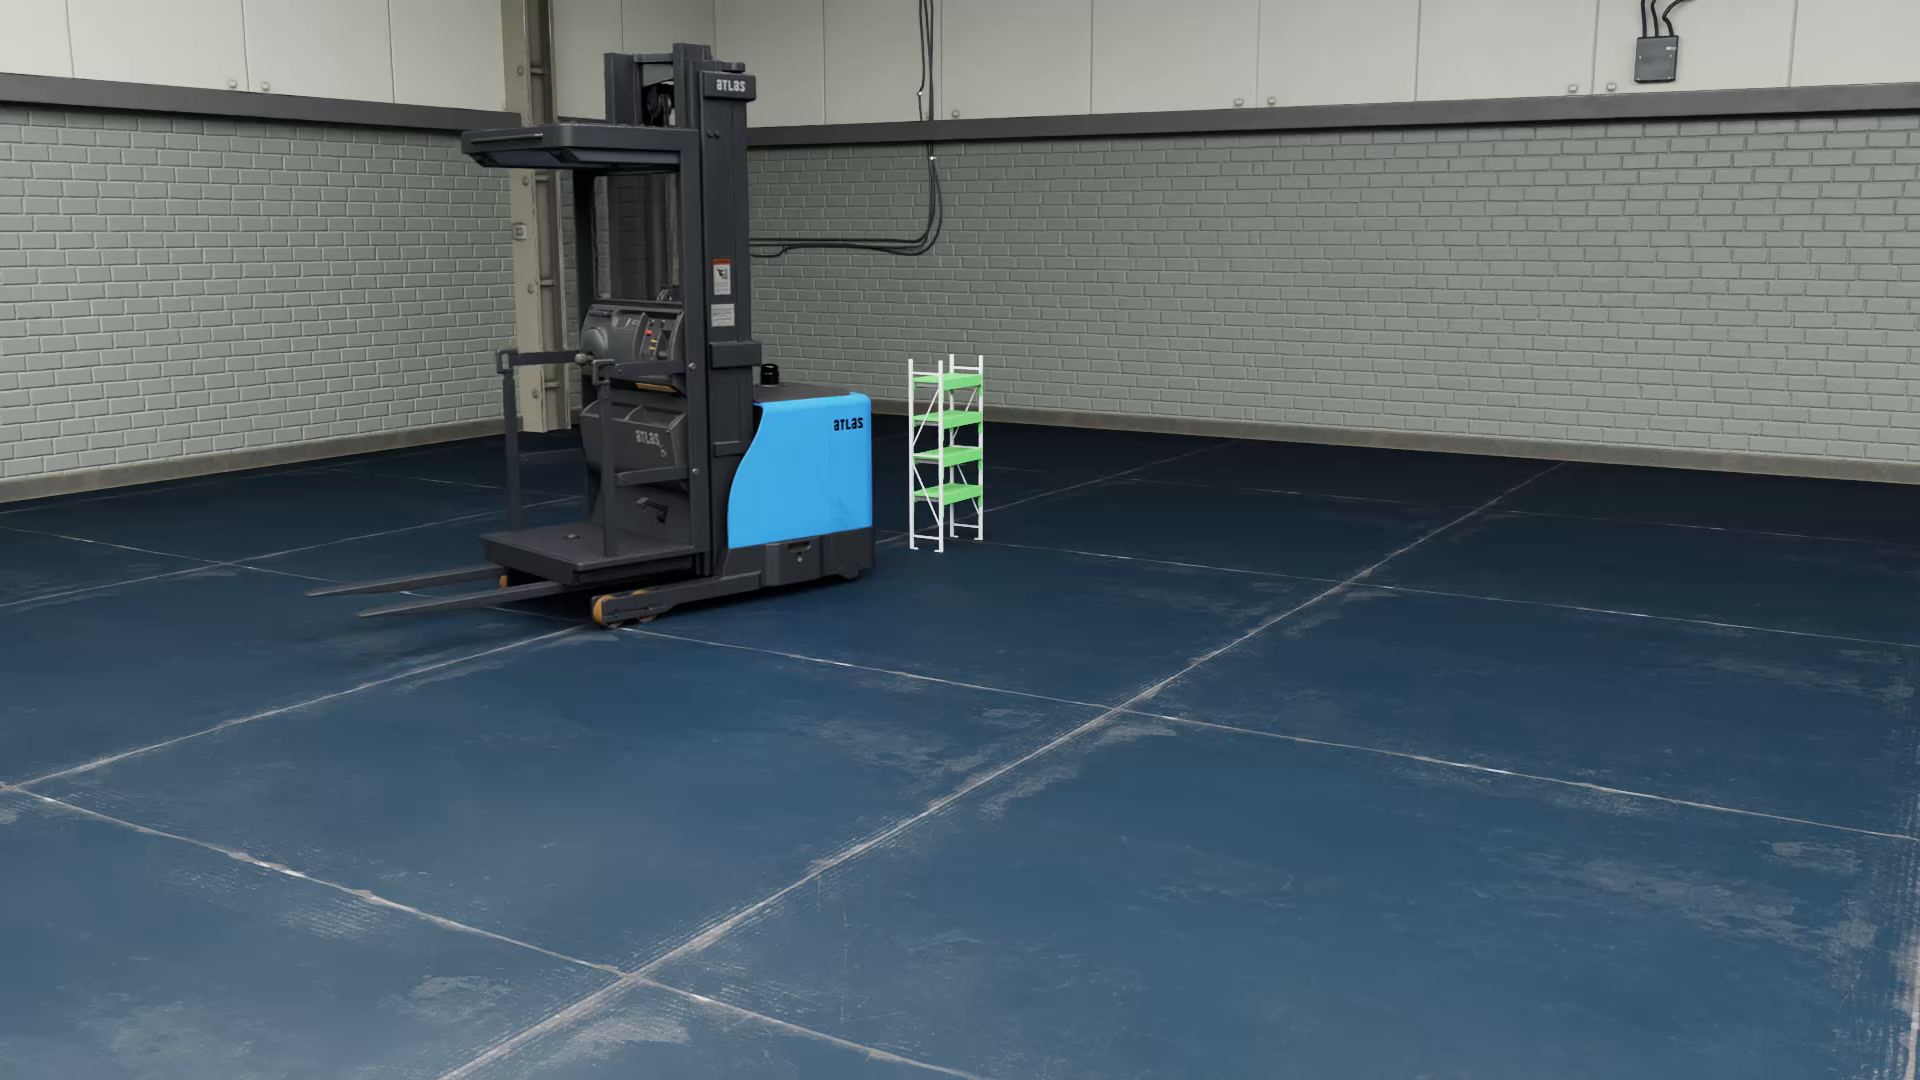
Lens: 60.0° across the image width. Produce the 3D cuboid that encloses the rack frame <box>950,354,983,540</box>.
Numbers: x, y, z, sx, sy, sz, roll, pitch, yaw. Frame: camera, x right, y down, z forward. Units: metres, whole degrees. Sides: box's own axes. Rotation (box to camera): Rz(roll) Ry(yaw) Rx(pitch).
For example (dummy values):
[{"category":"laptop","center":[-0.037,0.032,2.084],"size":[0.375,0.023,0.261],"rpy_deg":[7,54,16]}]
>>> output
[{"category":"rack frame","center":[0.041,-0.602,10.824],"size":[0.240,1.200,0.015],"rpy_deg":[6,12,31]}]

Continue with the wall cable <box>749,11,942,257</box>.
[{"category":"wall cable","center":[-1.528,-4.352,18.097],"size":[3.097,2.526,0.112],"rpy_deg":[6,12,31]}]

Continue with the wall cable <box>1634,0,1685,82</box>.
[{"category":"wall cable","center":[6.578,-6.640,12.641],"size":[2.305,6.003,0.169],"rpy_deg":[6,12,31]}]

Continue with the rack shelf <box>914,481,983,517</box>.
[{"category":"rack shelf","center":[-0.086,-0.265,10.675],"size":[0.258,0.148,0.480],"rpy_deg":[6,12,31]}]

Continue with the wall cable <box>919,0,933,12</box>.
[{"category":"wall cable","center":[0.784,-6.576,16.252],"size":[3.097,2.526,0.112],"rpy_deg":[6,12,31]}]

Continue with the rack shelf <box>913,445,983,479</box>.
[{"category":"rack shelf","center":[-0.086,-0.501,10.631],"size":[0.258,0.148,0.480],"rpy_deg":[6,12,31]}]

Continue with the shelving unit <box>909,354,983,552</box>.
[{"category":"shelving unit","center":[-0.086,-0.564,10.619],"size":[0.258,1.200,0.503],"rpy_deg":[6,12,31]}]

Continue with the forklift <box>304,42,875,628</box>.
[{"category":"forklift","center":[-1.916,-1.100,8.780],"size":[3.031,2.935,1.130],"rpy_deg":[-10,14,-42]}]

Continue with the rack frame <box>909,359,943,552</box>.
[{"category":"rack frame","center":[-0.213,-0.525,10.414],"size":[0.240,1.200,0.015],"rpy_deg":[6,12,31]}]

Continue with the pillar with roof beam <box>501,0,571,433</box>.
[{"category":"pillar with roof beam","center":[-0.508,-5.130,13.815],"size":[9.100,9.000,0.400],"rpy_deg":[6,12,31]}]

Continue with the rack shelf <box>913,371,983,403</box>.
[{"category":"rack shelf","center":[-0.086,-0.973,10.543],"size":[0.258,0.148,0.480],"rpy_deg":[6,12,31]}]

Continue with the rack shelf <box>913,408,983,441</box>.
[{"category":"rack shelf","center":[-0.086,-0.737,10.587],"size":[0.258,0.148,0.480],"rpy_deg":[6,12,31]}]
